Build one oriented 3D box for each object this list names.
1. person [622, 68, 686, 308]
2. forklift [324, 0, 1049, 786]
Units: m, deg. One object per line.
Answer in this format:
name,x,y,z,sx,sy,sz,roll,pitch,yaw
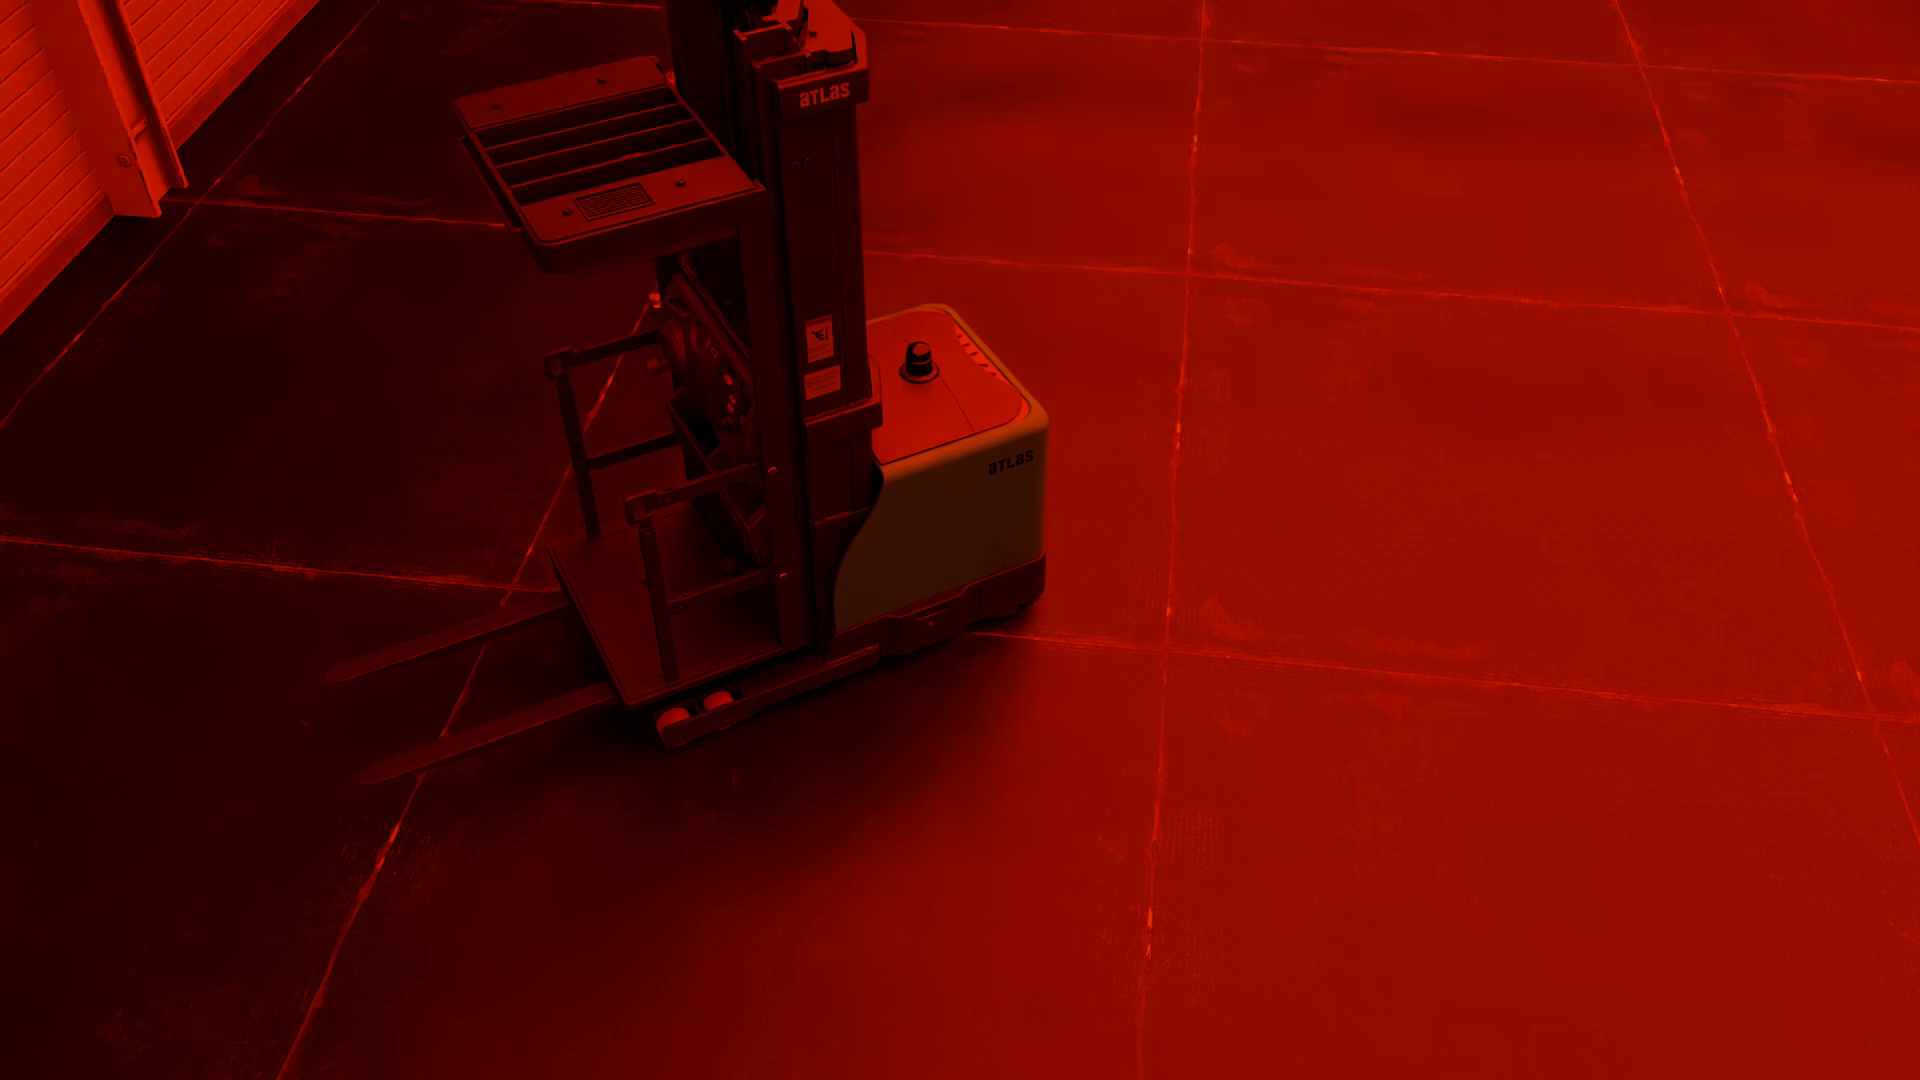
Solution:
person,-1.421,-1.761,8.714,0.797,1.521,0.438,20,46,21
forklift,-1.162,-0.628,6.408,3.031,2.935,1.130,-20,46,-20
